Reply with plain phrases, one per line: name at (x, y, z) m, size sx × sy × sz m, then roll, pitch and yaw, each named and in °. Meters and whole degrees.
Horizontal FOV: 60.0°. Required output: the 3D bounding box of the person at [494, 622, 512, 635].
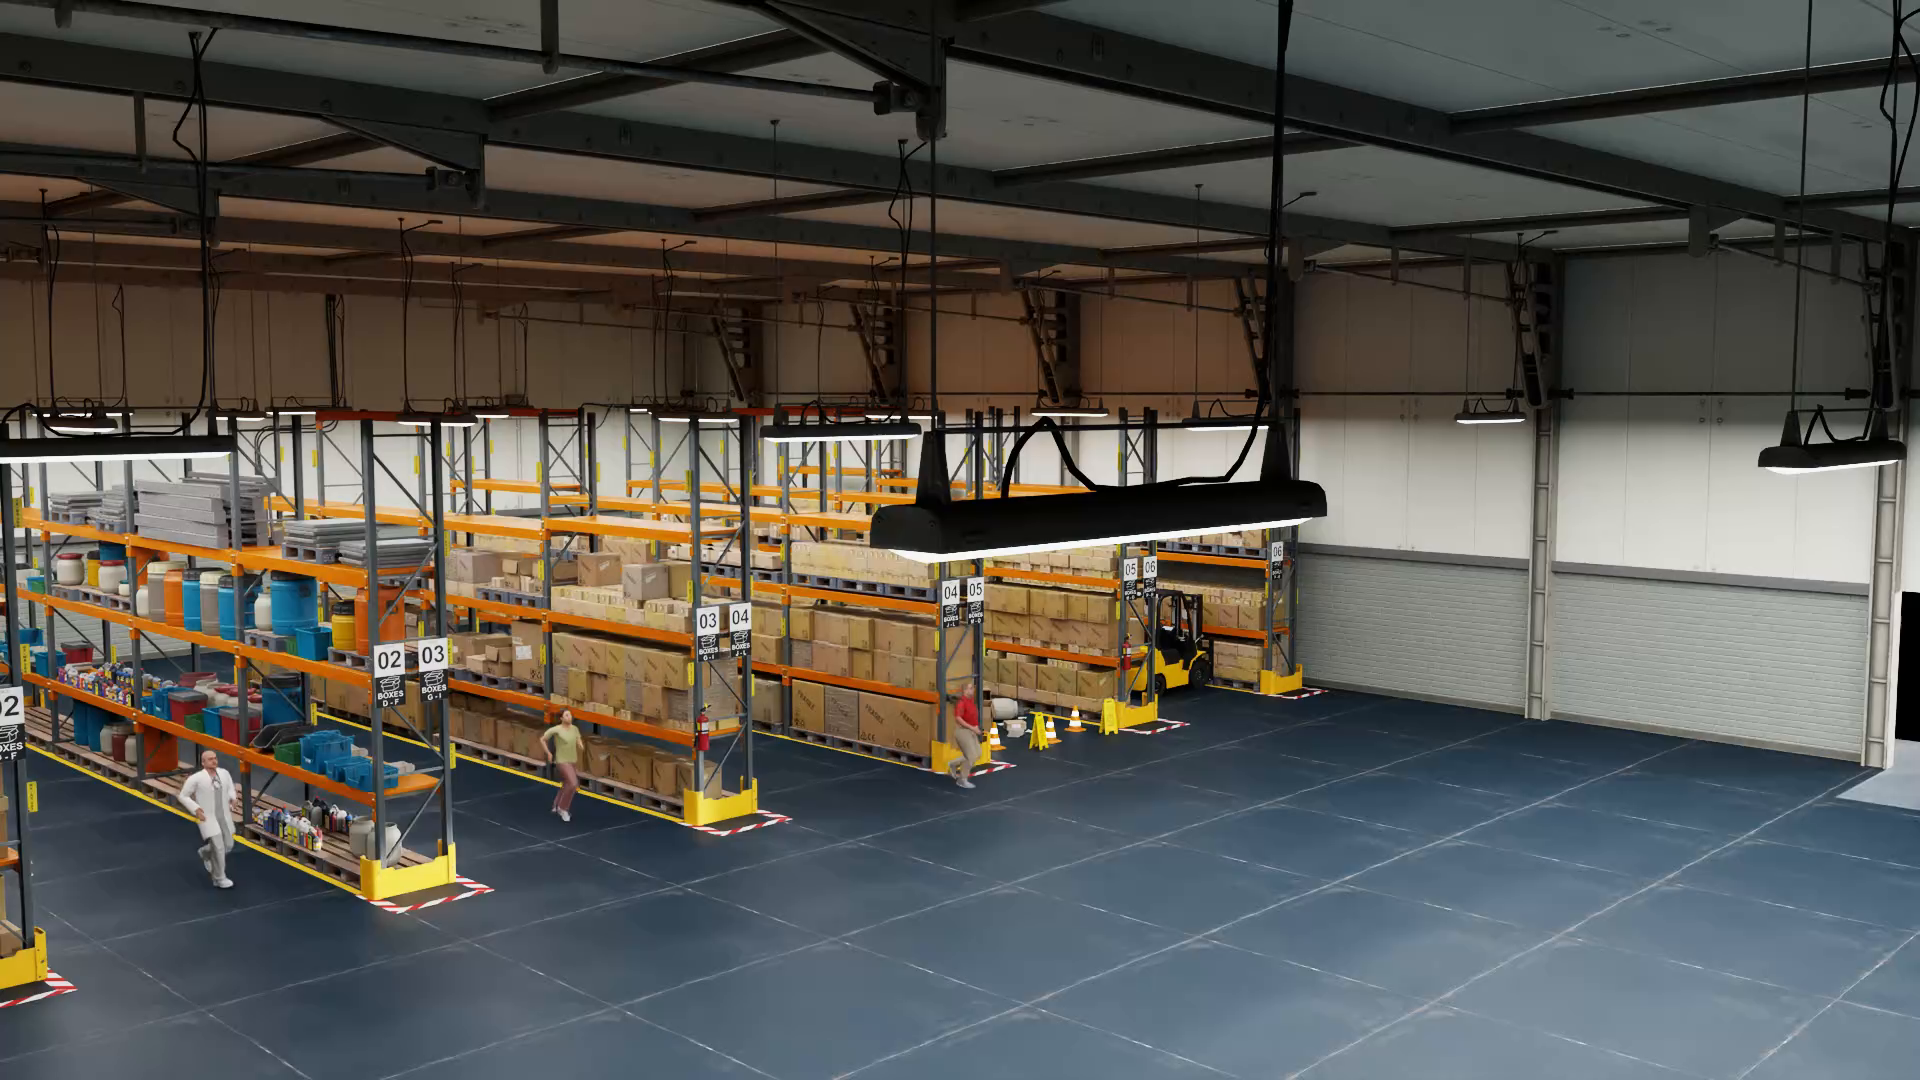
person at (-11.175, 1.879, 40.697) m, size 0.613 × 1.763 × 0.777 m, roll 2°, pitch 5°, yaw 19°

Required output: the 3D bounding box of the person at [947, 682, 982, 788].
person at (0.104, 3.138, 26.809) m, size 0.587 × 1.702 × 0.710 m, roll 1°, pitch 5°, yaw 15°

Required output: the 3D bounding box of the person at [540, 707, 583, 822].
person at (-5.834, 3.317, 24.644) m, size 0.683 × 1.685 × 0.547 m, roll 3°, pitch 6°, yaw 34°

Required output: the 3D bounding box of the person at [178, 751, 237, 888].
person at (-9.628, 3.612, 21.380) m, size 0.826 × 1.650 × 0.715 m, roll 3°, pitch 6°, yaw 34°
